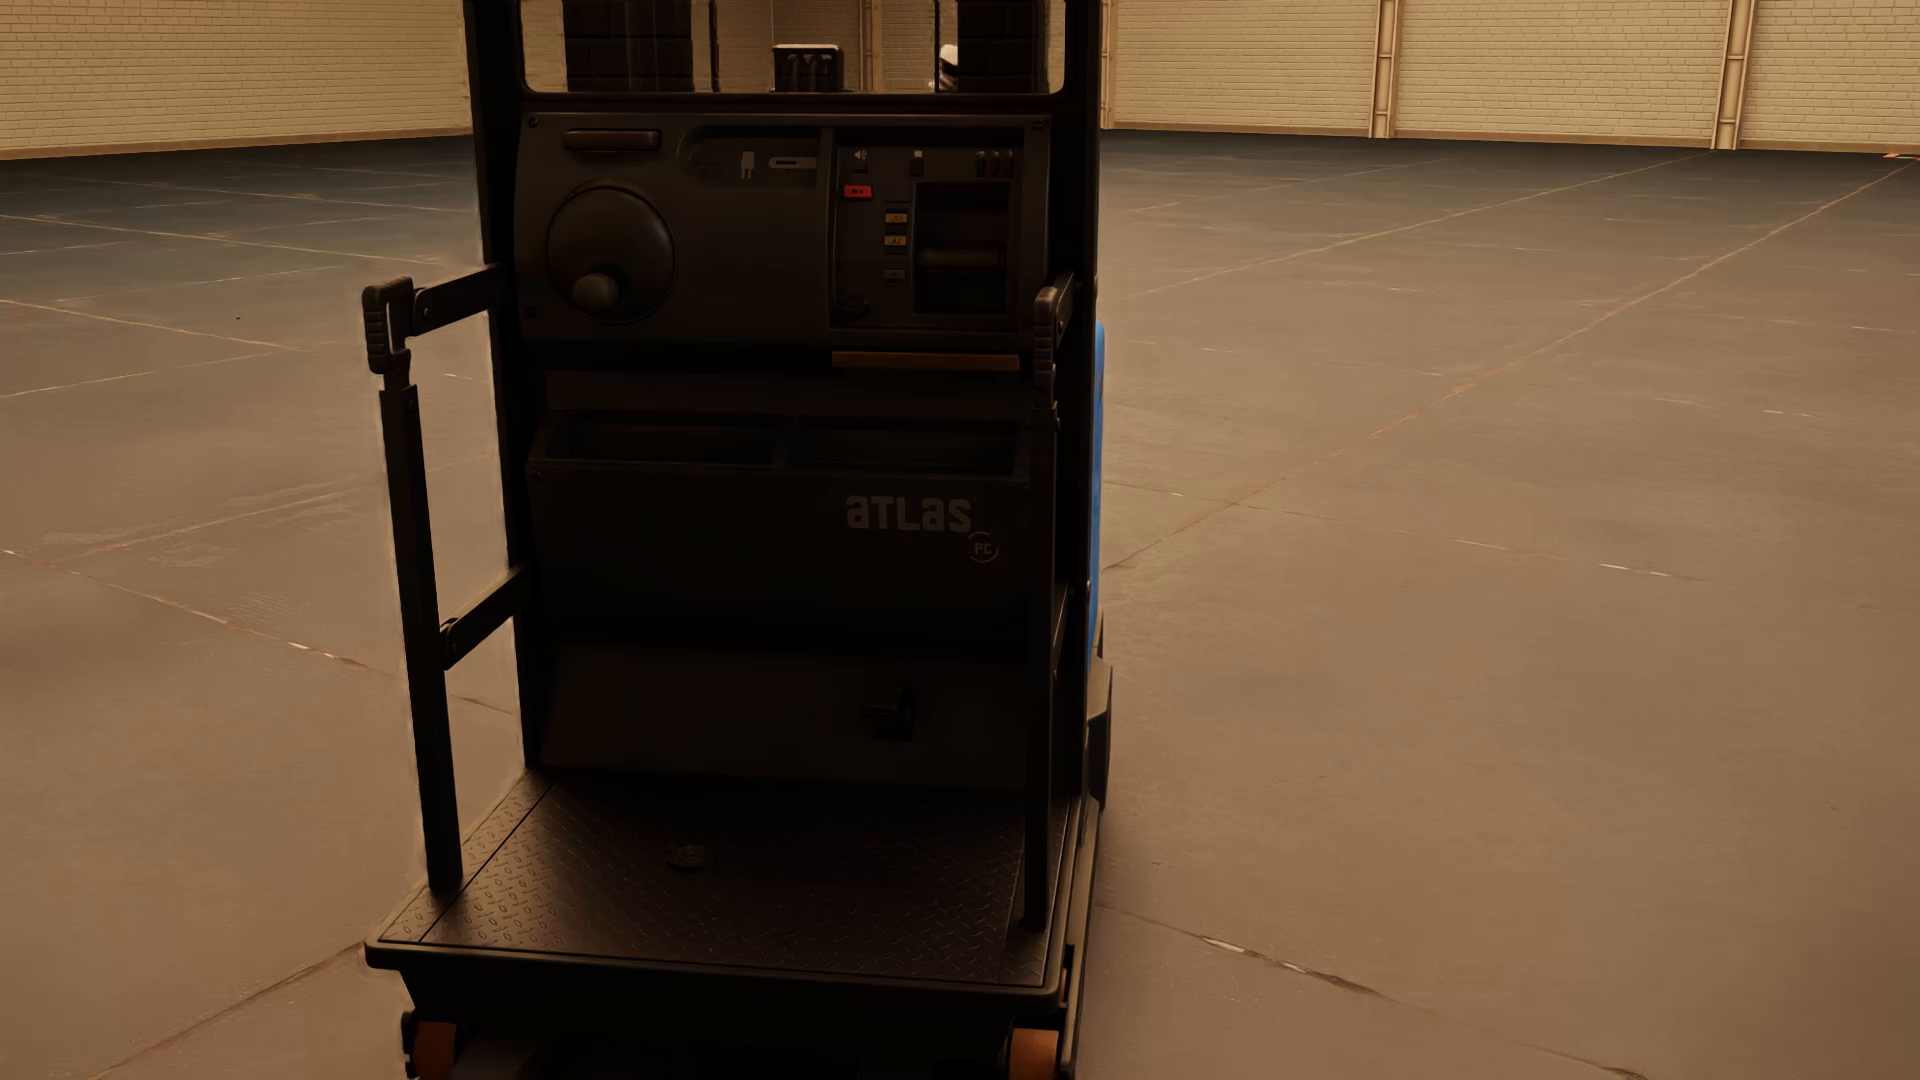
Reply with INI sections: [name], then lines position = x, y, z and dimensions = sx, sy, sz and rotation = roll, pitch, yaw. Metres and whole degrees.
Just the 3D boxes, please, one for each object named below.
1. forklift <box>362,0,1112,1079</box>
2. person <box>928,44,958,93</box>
[forklift]
position = -0.335, -0.544, 2.653
dimensions = 1.130, 2.935, 3.031
rotation = 2, 17, 7
[person]
position = -0.053, -0.831, 5.747
dimensions = 0.529, 1.694, 0.587
rotation = 11, 20, 33
